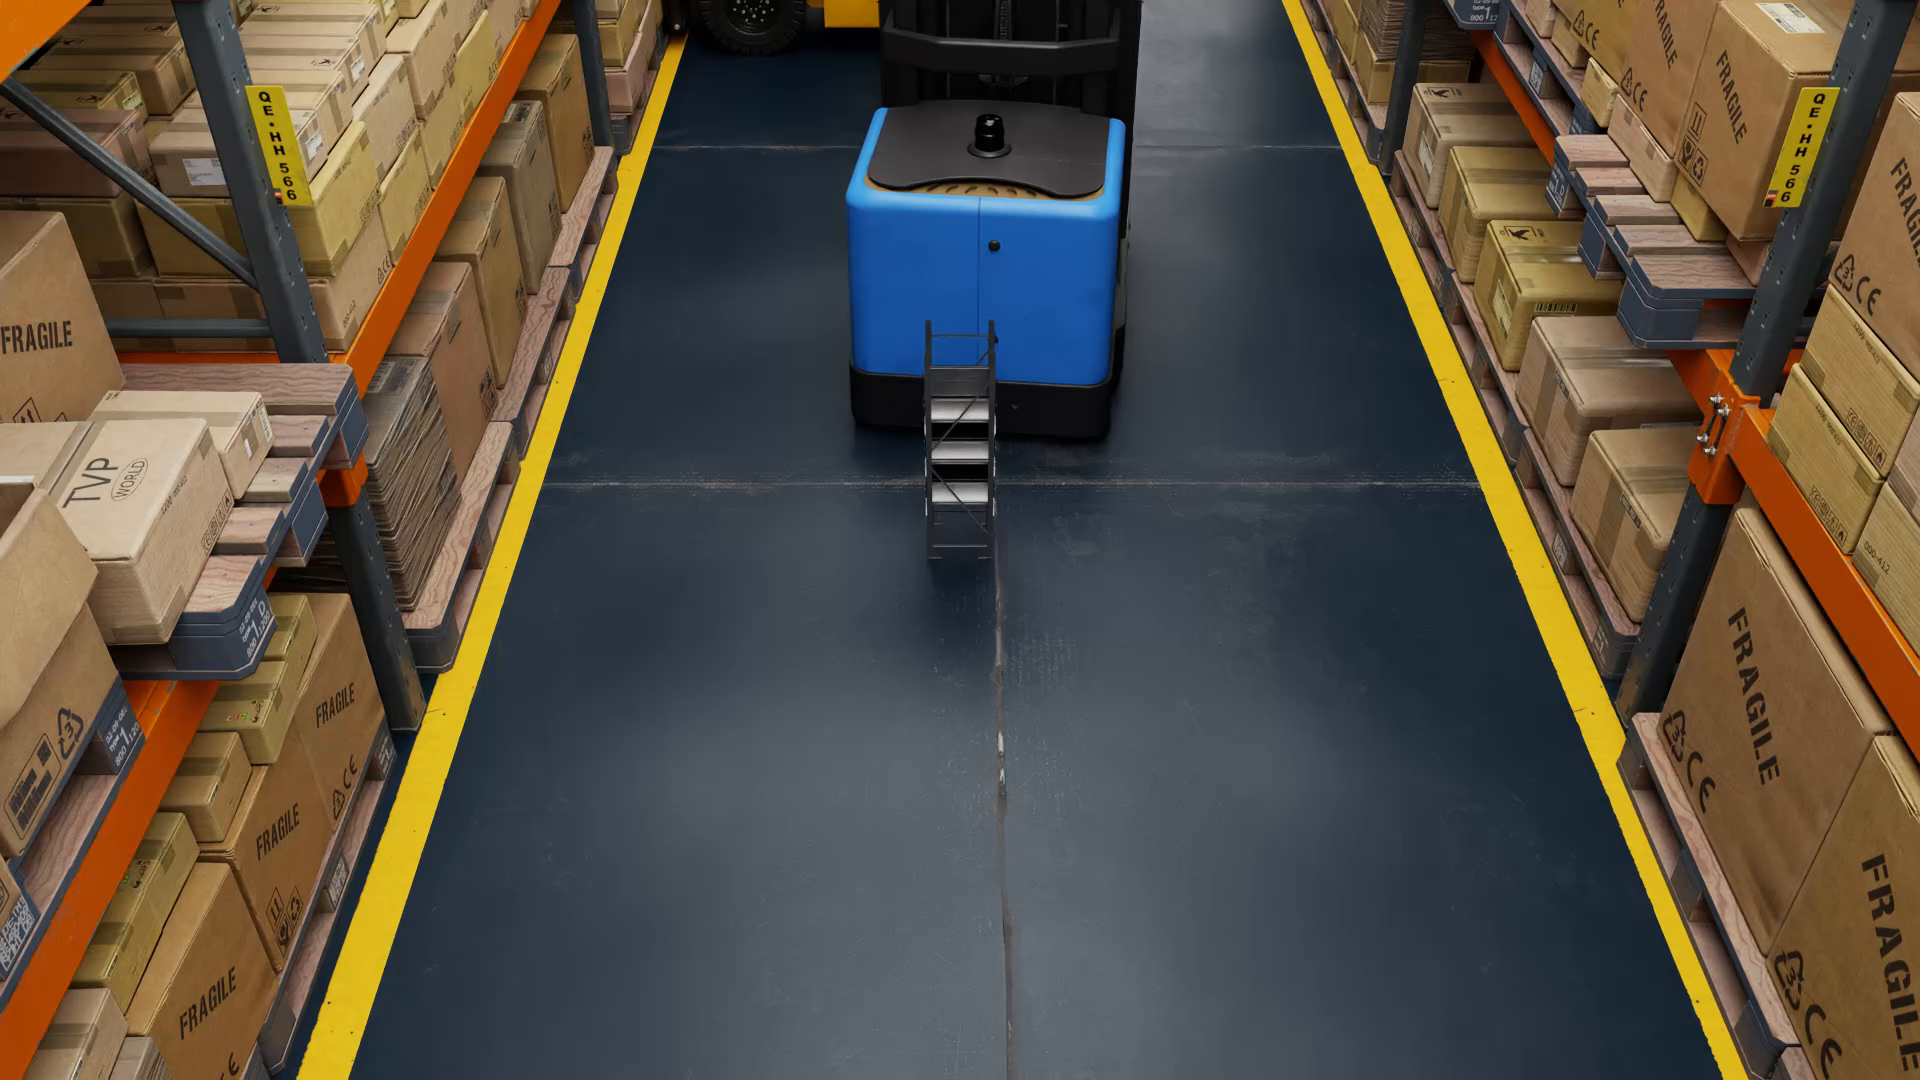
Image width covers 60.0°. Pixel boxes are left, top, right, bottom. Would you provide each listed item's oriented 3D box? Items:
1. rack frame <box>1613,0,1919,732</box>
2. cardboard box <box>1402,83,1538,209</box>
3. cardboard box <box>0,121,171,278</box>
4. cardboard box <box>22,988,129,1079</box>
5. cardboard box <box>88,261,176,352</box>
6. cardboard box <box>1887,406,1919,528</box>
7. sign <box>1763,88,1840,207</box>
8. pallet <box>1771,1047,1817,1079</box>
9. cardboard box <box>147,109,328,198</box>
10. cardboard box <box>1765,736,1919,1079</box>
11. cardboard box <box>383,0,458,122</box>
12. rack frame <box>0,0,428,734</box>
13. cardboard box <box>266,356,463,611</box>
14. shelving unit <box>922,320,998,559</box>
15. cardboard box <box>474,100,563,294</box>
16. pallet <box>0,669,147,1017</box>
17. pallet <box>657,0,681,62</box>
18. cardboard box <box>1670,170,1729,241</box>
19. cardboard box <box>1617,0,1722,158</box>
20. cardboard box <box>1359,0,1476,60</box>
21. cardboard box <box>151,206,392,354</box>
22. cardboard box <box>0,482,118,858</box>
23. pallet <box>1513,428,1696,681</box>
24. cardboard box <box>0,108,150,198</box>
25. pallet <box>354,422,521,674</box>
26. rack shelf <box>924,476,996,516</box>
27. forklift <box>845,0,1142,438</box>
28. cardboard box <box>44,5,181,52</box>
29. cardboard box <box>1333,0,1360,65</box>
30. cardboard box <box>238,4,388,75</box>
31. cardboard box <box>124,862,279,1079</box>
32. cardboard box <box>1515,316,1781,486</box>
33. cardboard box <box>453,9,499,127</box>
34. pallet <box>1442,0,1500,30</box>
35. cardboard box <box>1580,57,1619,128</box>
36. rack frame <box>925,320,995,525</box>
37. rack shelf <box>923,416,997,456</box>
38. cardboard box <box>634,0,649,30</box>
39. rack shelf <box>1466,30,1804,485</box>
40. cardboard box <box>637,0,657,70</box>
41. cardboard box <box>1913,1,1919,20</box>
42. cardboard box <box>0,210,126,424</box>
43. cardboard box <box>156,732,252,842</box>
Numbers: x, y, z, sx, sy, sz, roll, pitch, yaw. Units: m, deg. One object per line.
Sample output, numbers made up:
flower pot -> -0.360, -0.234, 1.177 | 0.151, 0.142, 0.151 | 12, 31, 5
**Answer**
rack frame -> 2.685, -0.581, 4.576 | 1.000, 3.000, 0.127 | 0, 39, 0
cardboard box -> 2.683, -1.892, 7.978 | 0.950, 0.372, 0.625 | 0, 39, 1
cardboard box -> -2.557, -0.992, 4.809 | 0.500, 0.250, 0.500 | 1, 39, 1
cardboard box -> -2.052, 1.122, 3.596 | 0.380, 0.149, 0.250 | -2, 39, -2
cardboard box -> -2.535, -0.797, 4.966 | 0.500, 0.250, 0.500 | -1, 39, -1
cardboard box -> 2.438, -0.077, 3.667 | 0.500, 0.250, 0.500 | 1, 39, 1
sign -> 2.142, -0.995, 4.231 | 0.100, 0.325, 0.005 | 0, 39, 0
pallet -> 2.609, 1.762, 3.883 | 1.003, 0.211, 1.213 | 0, 39, 0
cardboard box -> -1.985, -1.066, 4.583 | 0.380, 0.149, 0.250 | 1, 39, 1
cardboard box -> 2.599, 1.074, 3.874 | 0.875, 0.875, 0.875 | 0, 39, 1
cardboard box -> -2.017, -1.629, 5.605 | 0.500, 0.250, 0.500 | -1, 39, -1
rack frame -> -2.279, -0.575, 4.568 | 1.000, 3.000, 0.127 | 0, 39, 0
cardboard box -> -2.266, -0.202, 5.666 | 0.875, 0.625, 0.625 | 1, 39, 1
shelving unit -> 0.000, -0.346, 5.962 | 0.258, 0.900, 0.210 | 0, 39, 0
cardboard box -> -2.278, -1.502, 7.288 | 0.875, 0.625, 0.625 | 0, 39, 0
pallet -> -2.272, 0.716, 3.111 | 1.003, 0.211, 1.213 | 0, 39, 0
pallet -> -2.247, -3.250, 10.137 | 1.003, 0.211, 1.213 | 0, 39, 0
cardboard box -> 2.376, -1.019, 4.988 | 0.380, 0.149, 0.250 | 1, 39, 1
cardboard box -> 2.395, -1.507, 5.078 | 0.500, 0.500, 0.500 | -1, 39, -1
cardboard box -> 2.411, -2.835, 8.653 | 0.500, 0.500, 0.500 | -1, 39, -1
cardboard box -> -2.035, -0.794, 4.962 | 0.500, 0.250, 0.500 | 0, 39, 0
cardboard box -> -2.092, 0.242, 3.131 | 0.797, 0.503, 0.637 | -1, 39, -1
pallet -> 2.685, 0.019, 6.058 | 1.003, 0.211, 1.213 | 0, 39, 0
cardboard box -> -2.482, -1.070, 4.588 | 0.380, 0.149, 0.250 | 1, 39, 1
pallet -> -2.241, -0.001, 6.083 | 1.003, 0.211, 1.213 | 0, 39, 0
rack shelf -> 0.000, -0.180, 6.096 | 0.258, 0.077, 0.200 | 0, 39, 0
forklift -> 0.235, -2.466, 6.984 | 1.130, 2.935, 3.031 | 4, 39, 5
cardboard box -> -2.603, -1.549, 5.186 | 0.380, 0.149, 0.250 | -1, 39, -1
cardboard box -> 2.400, -2.875, 9.302 | 0.500, 0.250, 0.500 | -1, 39, -1
cardboard box -> -2.025, -1.557, 5.196 | 0.380, 0.149, 0.250 | 0, 39, 0
cardboard box -> -2.070, 1.141, 4.090 | 0.500, 0.500, 0.500 | 2, 39, 2
cardboard box -> 2.685, -0.534, 6.283 | 0.950, 0.372, 0.625 | -1, 39, -1
cardboard box -> -2.037, -1.755, 6.161 | 0.500, 0.250, 0.500 | 1, 39, 1
pallet -> 2.536, -2.529, 7.161 | 1.003, 0.211, 1.213 | 0, 39, 0
cardboard box -> 2.325, -1.506, 5.596 | 0.380, 0.149, 0.250 | 1, 39, 1
rack frame -> 0.000, -0.410, 6.042 | 0.240, 0.900, 0.006 | 0, 39, 0
rack shelf -> 0.000, -0.390, 5.927 | 0.258, 0.077, 0.200 | 0, 39, 0
cardboard box -> -1.978, -2.980, 9.033 | 0.500, 0.250, 0.500 | 0, 39, 0
rack shelf -> 2.682, -1.551, 6.361 | 1.077, 0.370, 4.000 | 0, 39, 0
cardboard box -> -1.969, -2.787, 9.192 | 0.500, 0.250, 0.500 | -1, 39, -1
cardboard box -> 2.916, -1.181, 4.672 | 0.500, 0.500, 0.500 | -1, 39, -1
cardboard box -> -2.435, -0.456, 4.004 | 0.500, 0.500, 0.500 | 2, 39, 2
cardboard box -> -2.038, 0.628, 4.212 | 0.380, 0.149, 0.250 | -1, 39, -2
